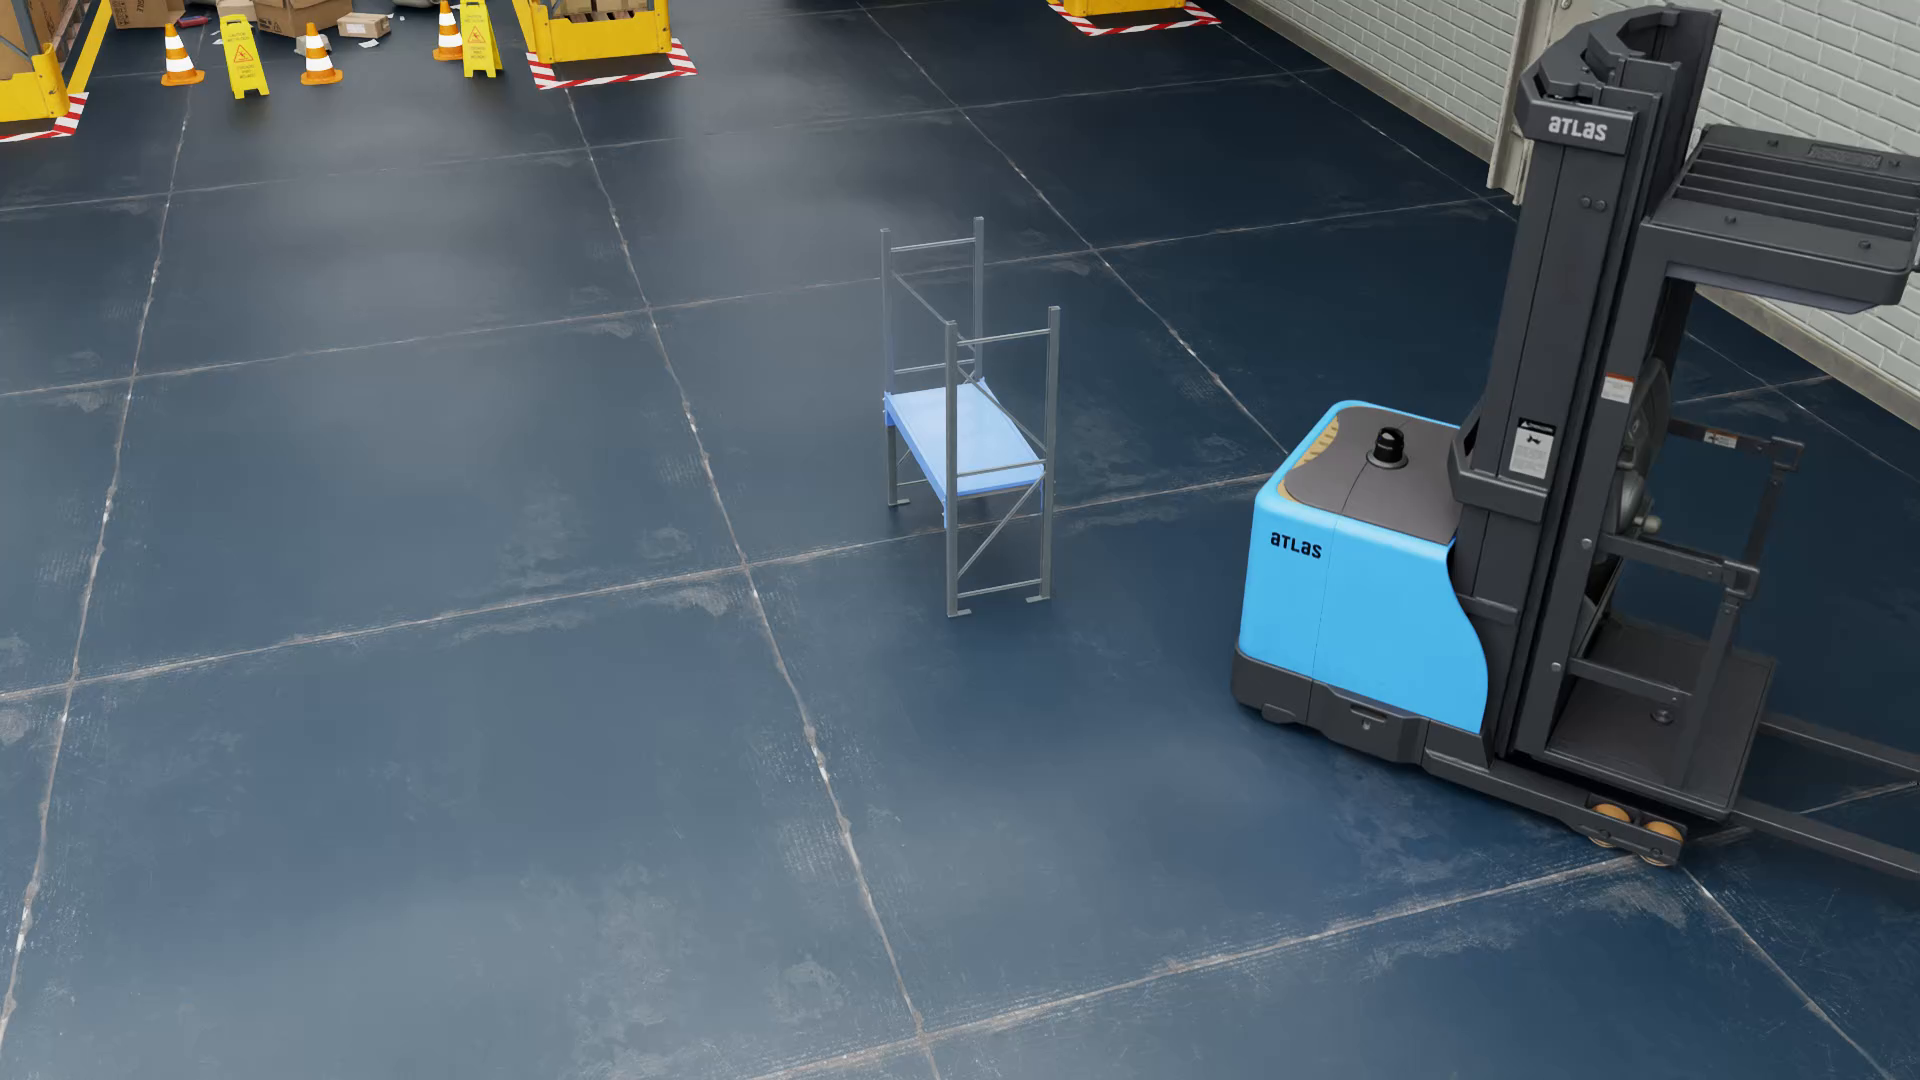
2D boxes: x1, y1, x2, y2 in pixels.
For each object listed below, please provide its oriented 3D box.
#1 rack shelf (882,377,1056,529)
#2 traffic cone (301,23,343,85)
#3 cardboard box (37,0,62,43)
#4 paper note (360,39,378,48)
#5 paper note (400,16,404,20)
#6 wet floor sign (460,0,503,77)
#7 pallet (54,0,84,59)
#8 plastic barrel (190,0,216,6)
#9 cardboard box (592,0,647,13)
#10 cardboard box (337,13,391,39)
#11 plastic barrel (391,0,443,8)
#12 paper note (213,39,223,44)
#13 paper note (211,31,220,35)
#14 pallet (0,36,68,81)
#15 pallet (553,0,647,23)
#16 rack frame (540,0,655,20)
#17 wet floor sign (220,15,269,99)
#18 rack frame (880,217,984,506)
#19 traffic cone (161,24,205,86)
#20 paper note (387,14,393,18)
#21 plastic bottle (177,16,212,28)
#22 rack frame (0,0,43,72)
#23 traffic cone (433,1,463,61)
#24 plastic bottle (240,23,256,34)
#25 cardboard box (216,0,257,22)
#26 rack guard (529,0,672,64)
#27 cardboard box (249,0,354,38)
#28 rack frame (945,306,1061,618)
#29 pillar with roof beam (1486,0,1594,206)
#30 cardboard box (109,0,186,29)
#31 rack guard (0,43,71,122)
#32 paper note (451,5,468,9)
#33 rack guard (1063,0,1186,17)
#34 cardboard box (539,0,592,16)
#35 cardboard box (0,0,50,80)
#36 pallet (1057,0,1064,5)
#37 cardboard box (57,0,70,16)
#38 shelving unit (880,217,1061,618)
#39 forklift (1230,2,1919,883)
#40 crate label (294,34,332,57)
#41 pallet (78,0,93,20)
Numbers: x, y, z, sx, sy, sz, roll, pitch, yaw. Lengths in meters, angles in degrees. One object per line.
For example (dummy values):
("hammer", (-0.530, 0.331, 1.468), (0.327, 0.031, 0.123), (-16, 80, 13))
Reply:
("rack shelf", (0.026, -0.431, 7.868), (0.538, 0.185, 1.000), (-10, 35, -15))
("traffic cone", (-5.460, -4.148, 14.107), (0.336, 0.463, 0.334), (-10, 35, -15))
("cardboard box", (-8.371, -4.772, 14.297), (0.875, 0.875, 0.875), (-11, 35, -15))
("paper note", (-5.331, -4.485, 15.010), (0.148, 0.019, 0.142), (-23, 40, -31))
("paper note", (-5.266, -4.925, 15.694), (0.032, 0.001, 0.123), (-10, 35, -15))
("wet floor sign", (-4.108, -4.300, 14.173), (0.267, 0.644, 0.232), (1, 33, 2))
("pallet", (-8.517, -4.559, 14.959), (1.003, 0.211, 1.213), (-10, 35, -15))
("plastic barrel", (-7.244, -5.364, 15.984), (0.512, 0.421, 0.421), (13, 36, 18))
("cardboard box", (-3.130, -5.060, 15.300), (0.500, 0.250, 0.500), (-10, 35, -15))
("cardboard box", (-5.470, -4.721, 15.260), (0.380, 0.149, 0.250), (7, 34, 10))
("plastic barrel", (-5.219, -5.317, 15.913), (0.512, 0.421, 0.421), (13, 36, 18))
("paper note", (-6.679, -4.524, 15.071), (0.144, 0.017, 0.142), (1, 33, 2))
("paper note", (-6.849, -4.669, 15.306), (0.032, 0.001, 0.123), (7, 34, 10))
("pallet", (-8.149, -3.920, 13.991), (1.003, 0.211, 1.213), (-10, 35, -15))
("pallet", (-3.384, -4.871, 15.430), (1.003, 0.211, 1.213), (-10, 35, -15))
("rack frame", (-3.147, -5.562, 13.947), (1.000, 3.000, 0.127), (-10, 35, -15))
("wet floor sign", (-5.936, -4.012, 13.737), (0.267, 0.644, 0.232), (-16, 37, -23))
("rack frame", (-0.129, -0.848, 8.173), (0.500, 1.500, 0.032), (-10, 35, -15))
("traffic cone", (-6.640, -4.136, 14.090), (0.336, 0.463, 0.334), (-10, 35, -15))
("paper note", (-5.447, -4.952, 15.726), (0.148, 0.019, 0.142), (1, 33, 2))
("plastic bottle", (-7.146, -4.845, 15.527), (0.283, 0.061, 0.133), (-23, 40, -31))
("rack frame", (-7.830, -4.677, 12.607), (1.000, 3.000, 0.127), (-10, 35, -15))
("traffic cone", (-4.507, -4.513, 14.660), (0.336, 0.463, 0.334), (-10, 35, -15))
("plastic bottle", (-6.617, -4.727, 15.348), (0.133, 0.061, 0.283), (-23, 40, -31))
("cardboard box", (-6.772, -5.044, 15.642), (0.396, 0.266, 0.258), (-4, 34, -6))
("rack guard", (-3.170, -4.559, 14.696), (1.175, 0.500, 0.348), (-10, 35, -15))
("cardboard box", (-6.094, -5.017, 15.386), (0.637, 0.503, 0.797), (19, 38, 26))
("rack frame", (0.181, -0.314, 7.365), (0.500, 1.500, 0.032), (-10, 35, -15))
("pillar with roof beam", (-0.045, -5.545, 8.479), (9.100, 9.000, 0.400), (-10, 35, -15))
("cardboard box", (-7.600, -5.093, 15.501), (0.500, 0.500, 0.500), (-4, 34, -6))
("rack guard", (-7.823, -3.621, 13.277), (1.175, 0.500, 0.348), (-10, 35, -15))
("paper note", (-4.811, -5.136, 15.995), (0.142, 0.019, 0.148), (-23, 40, -31))
("rack guard", (1.586, -5.344, 15.883), (1.175, 0.500, 0.348), (-10, 35, -15))
("cardboard box", (-3.657, -4.982, 15.182), (0.500, 0.250, 0.500), (-10, 35, -15))
("cardboard box", (-8.100, -4.311, 13.599), (0.875, 0.875, 0.875), (-10, 35, -14))
("pallet", (1.306, -5.630, 16.579), (1.003, 0.211, 1.213), (-10, 35, -15))
("cardboard box", (-8.647, -5.251, 15.022), (0.875, 0.875, 0.875), (-10, 35, -14))
("shelving unit", (0.026, -0.581, 7.769), (0.538, 1.500, 1.048), (-10, 35, -15))
("forklift", (2.689, -0.312, 6.064), (3.031, 2.935, 1.130), (18, 38, 25))
("crate label", (-5.759, -4.414, 14.806), (0.298, 0.136, 0.250), (27, 42, 34))
("pallet", (-8.893, -5.201, 15.930), (1.003, 0.211, 1.213), (-10, 35, -15))
